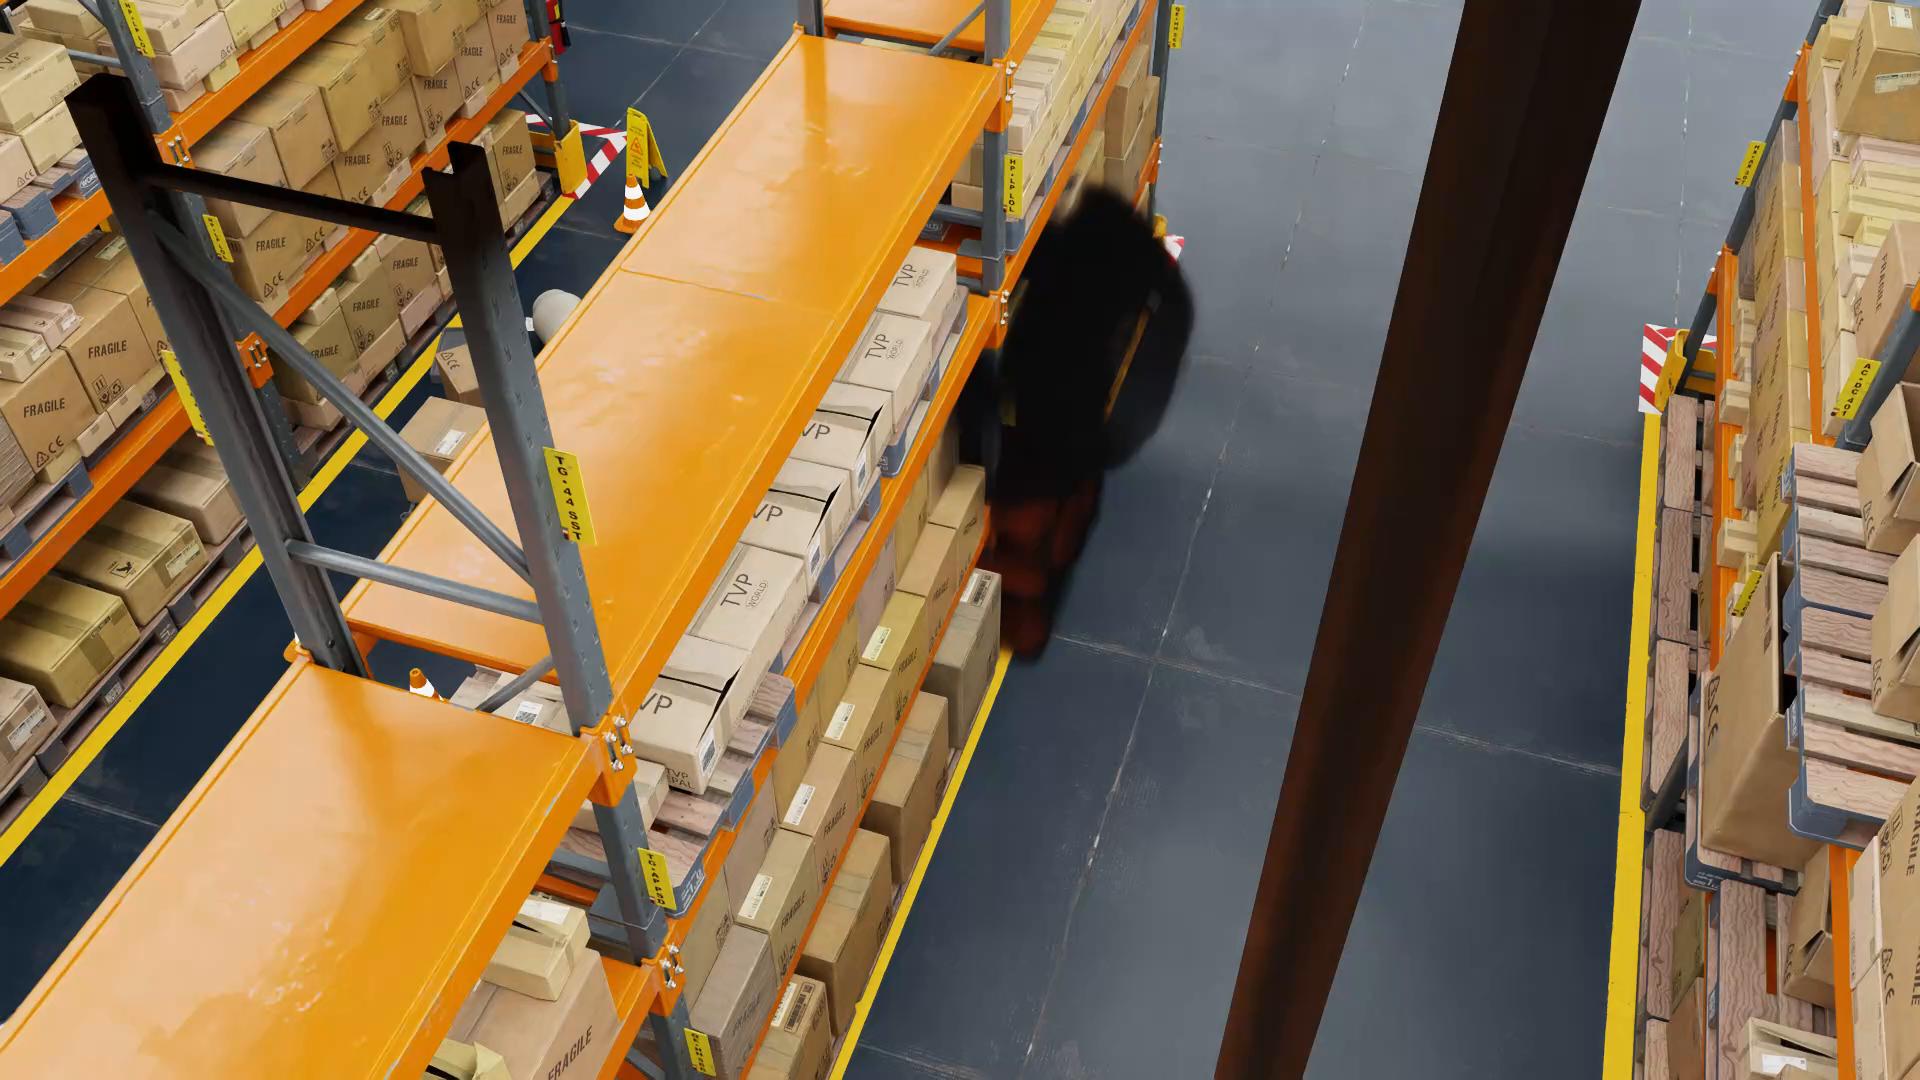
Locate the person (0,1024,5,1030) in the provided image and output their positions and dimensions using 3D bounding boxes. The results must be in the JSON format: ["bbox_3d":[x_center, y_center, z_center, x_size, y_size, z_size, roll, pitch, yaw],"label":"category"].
[{"bbox_3d":[-4.089,2.509,7.481,0.700,1.735,0.998,-2,46,-2],"label":"person"}]
